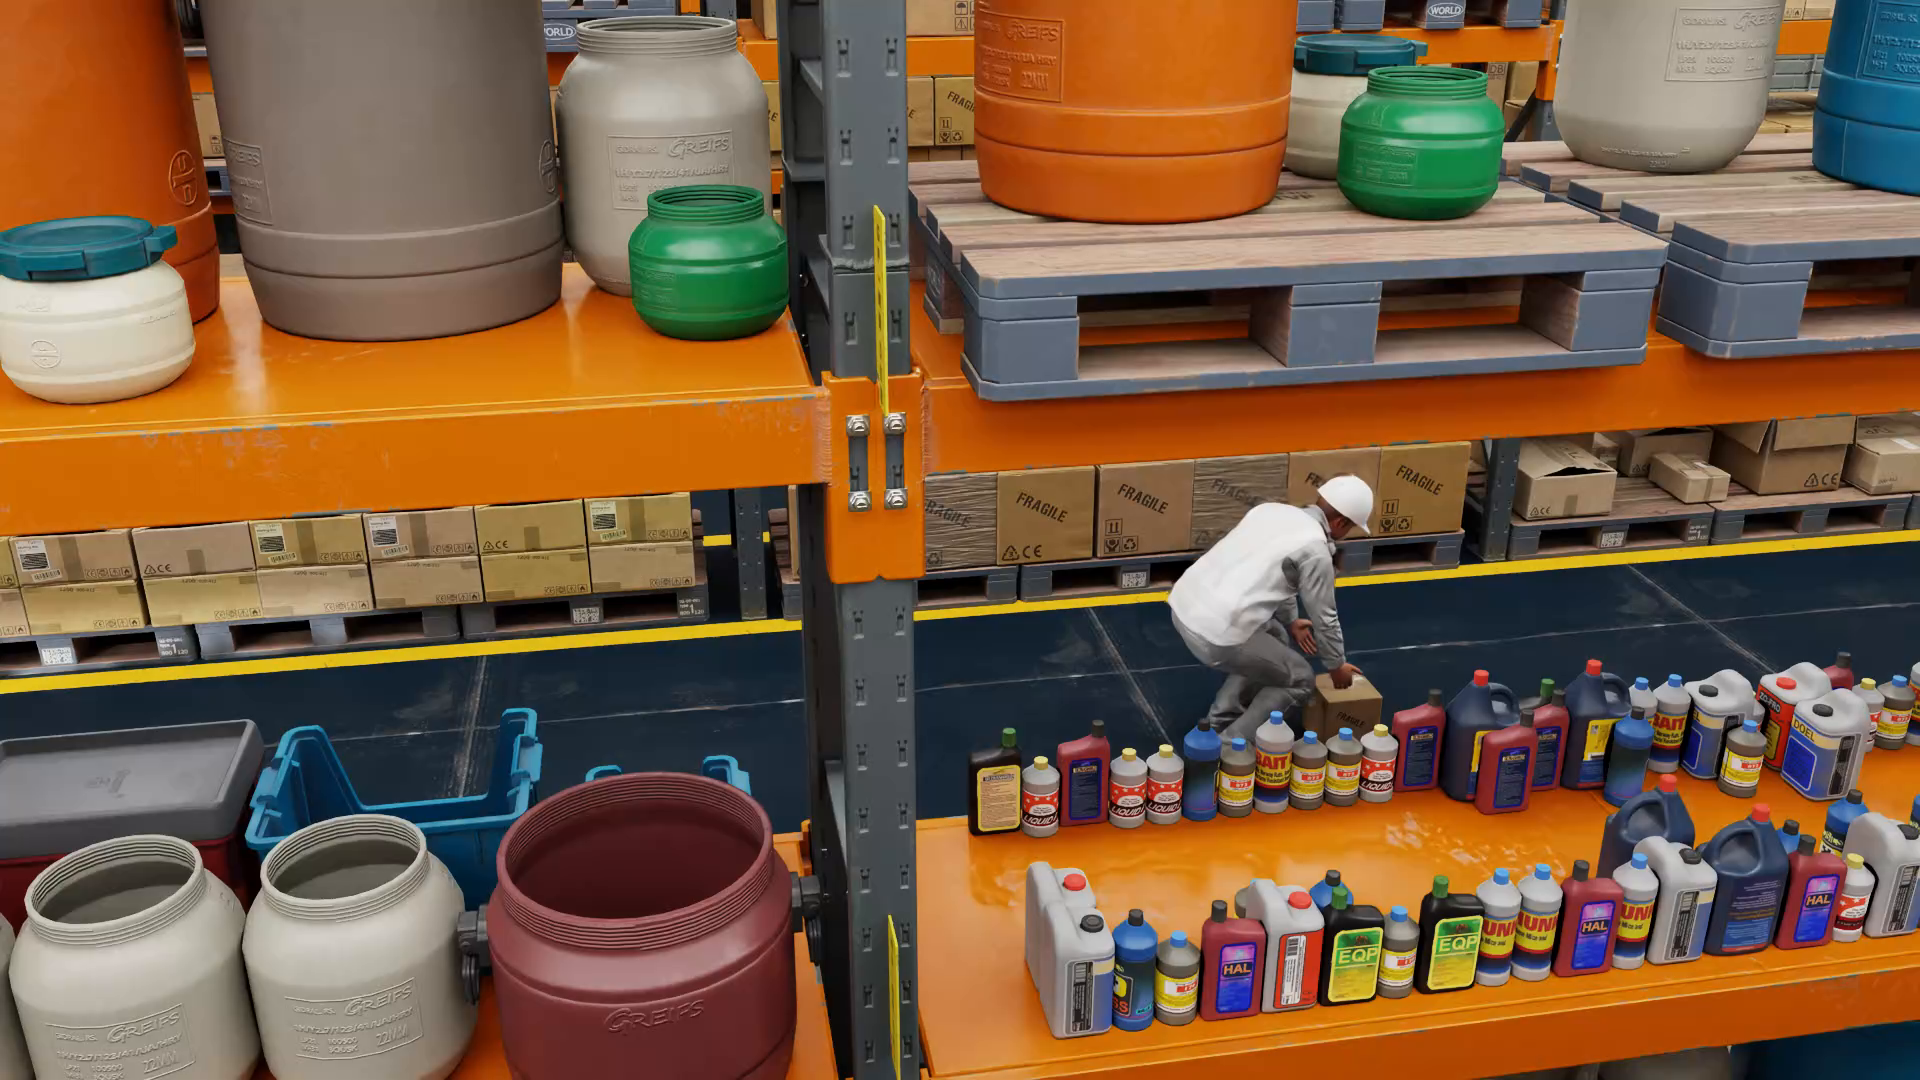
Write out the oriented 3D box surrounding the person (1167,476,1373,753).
[{"bbox_3d":[1.299,0.321,7.032,0.851,1.211,0.573,-4,24,-10],"label":"person"}]
